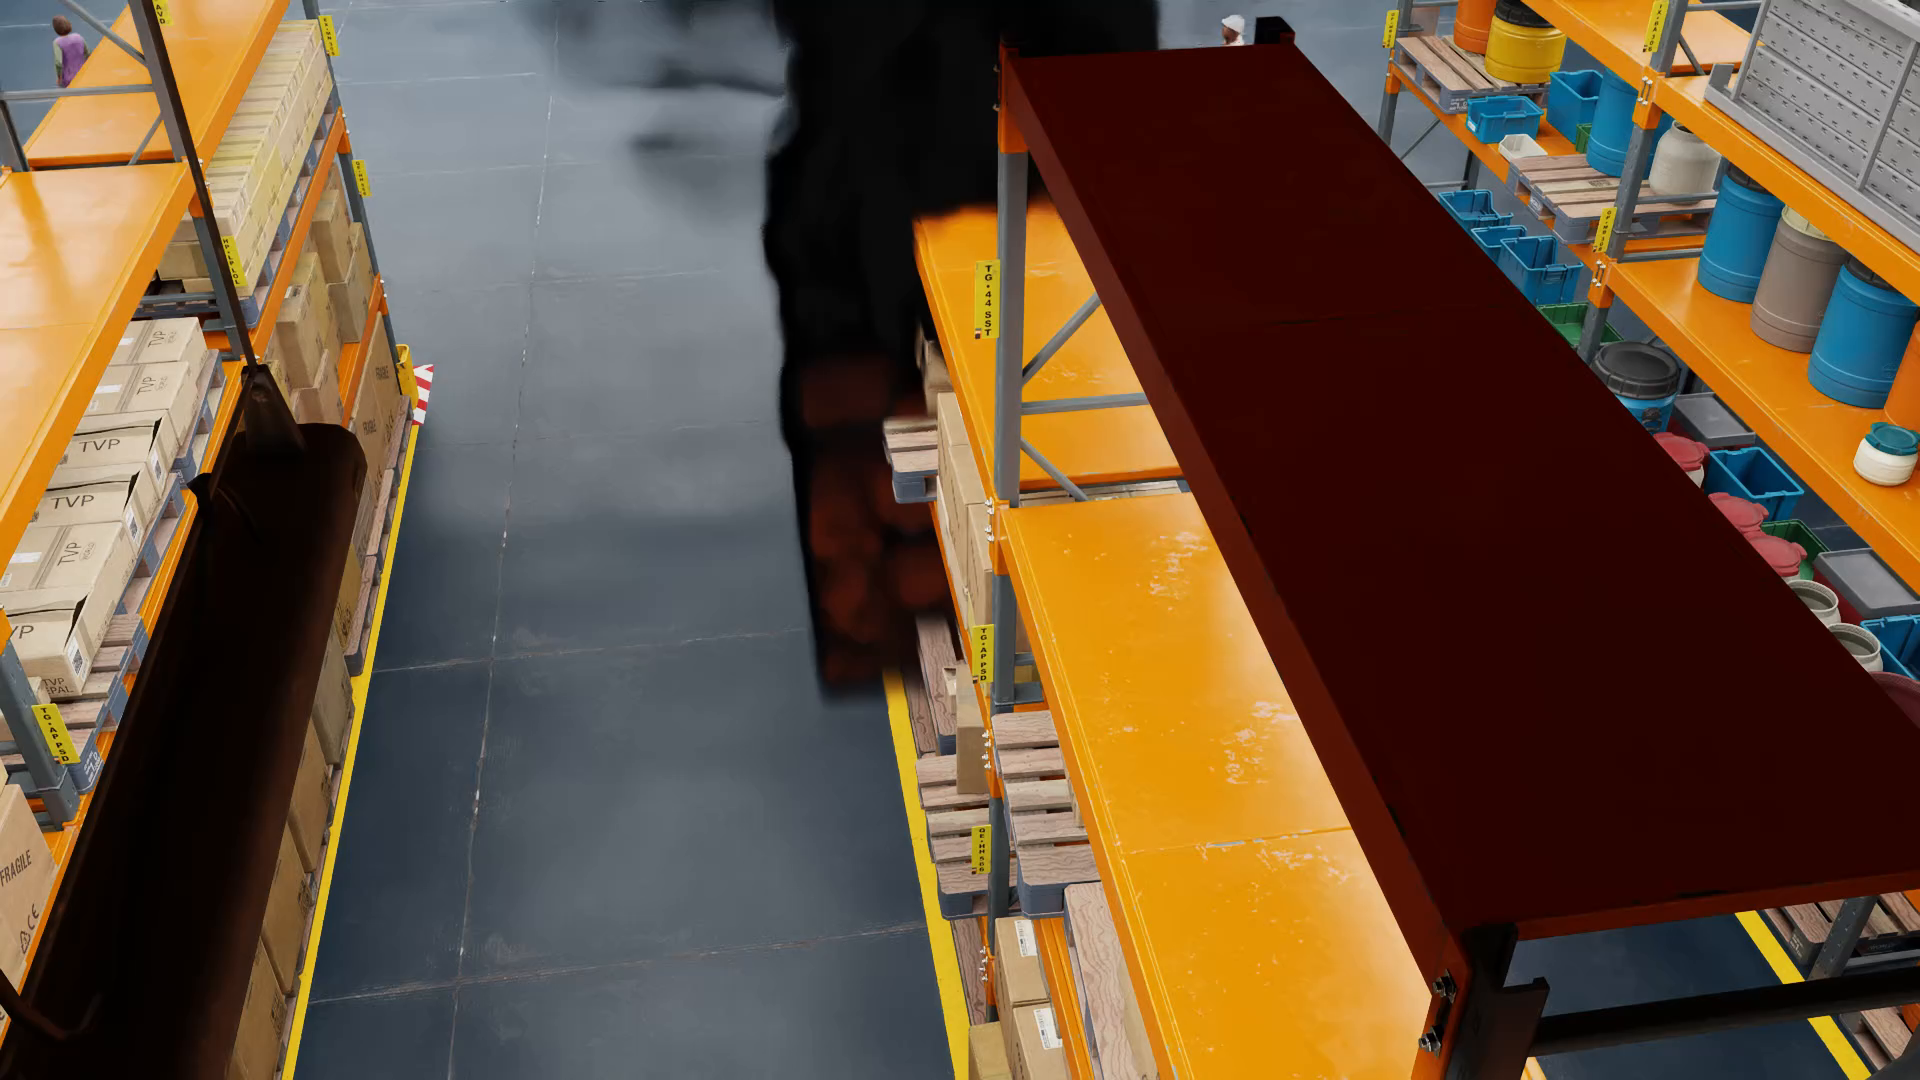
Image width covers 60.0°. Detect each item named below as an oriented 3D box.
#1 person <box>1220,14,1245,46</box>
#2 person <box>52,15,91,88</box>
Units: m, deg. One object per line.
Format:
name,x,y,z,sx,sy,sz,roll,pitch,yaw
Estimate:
person,3.017,-5.086,18.860,0.970,1.763,0.693,7,37,10
person,-10.247,-5.291,19.307,0.672,1.611,0.508,29,45,33
